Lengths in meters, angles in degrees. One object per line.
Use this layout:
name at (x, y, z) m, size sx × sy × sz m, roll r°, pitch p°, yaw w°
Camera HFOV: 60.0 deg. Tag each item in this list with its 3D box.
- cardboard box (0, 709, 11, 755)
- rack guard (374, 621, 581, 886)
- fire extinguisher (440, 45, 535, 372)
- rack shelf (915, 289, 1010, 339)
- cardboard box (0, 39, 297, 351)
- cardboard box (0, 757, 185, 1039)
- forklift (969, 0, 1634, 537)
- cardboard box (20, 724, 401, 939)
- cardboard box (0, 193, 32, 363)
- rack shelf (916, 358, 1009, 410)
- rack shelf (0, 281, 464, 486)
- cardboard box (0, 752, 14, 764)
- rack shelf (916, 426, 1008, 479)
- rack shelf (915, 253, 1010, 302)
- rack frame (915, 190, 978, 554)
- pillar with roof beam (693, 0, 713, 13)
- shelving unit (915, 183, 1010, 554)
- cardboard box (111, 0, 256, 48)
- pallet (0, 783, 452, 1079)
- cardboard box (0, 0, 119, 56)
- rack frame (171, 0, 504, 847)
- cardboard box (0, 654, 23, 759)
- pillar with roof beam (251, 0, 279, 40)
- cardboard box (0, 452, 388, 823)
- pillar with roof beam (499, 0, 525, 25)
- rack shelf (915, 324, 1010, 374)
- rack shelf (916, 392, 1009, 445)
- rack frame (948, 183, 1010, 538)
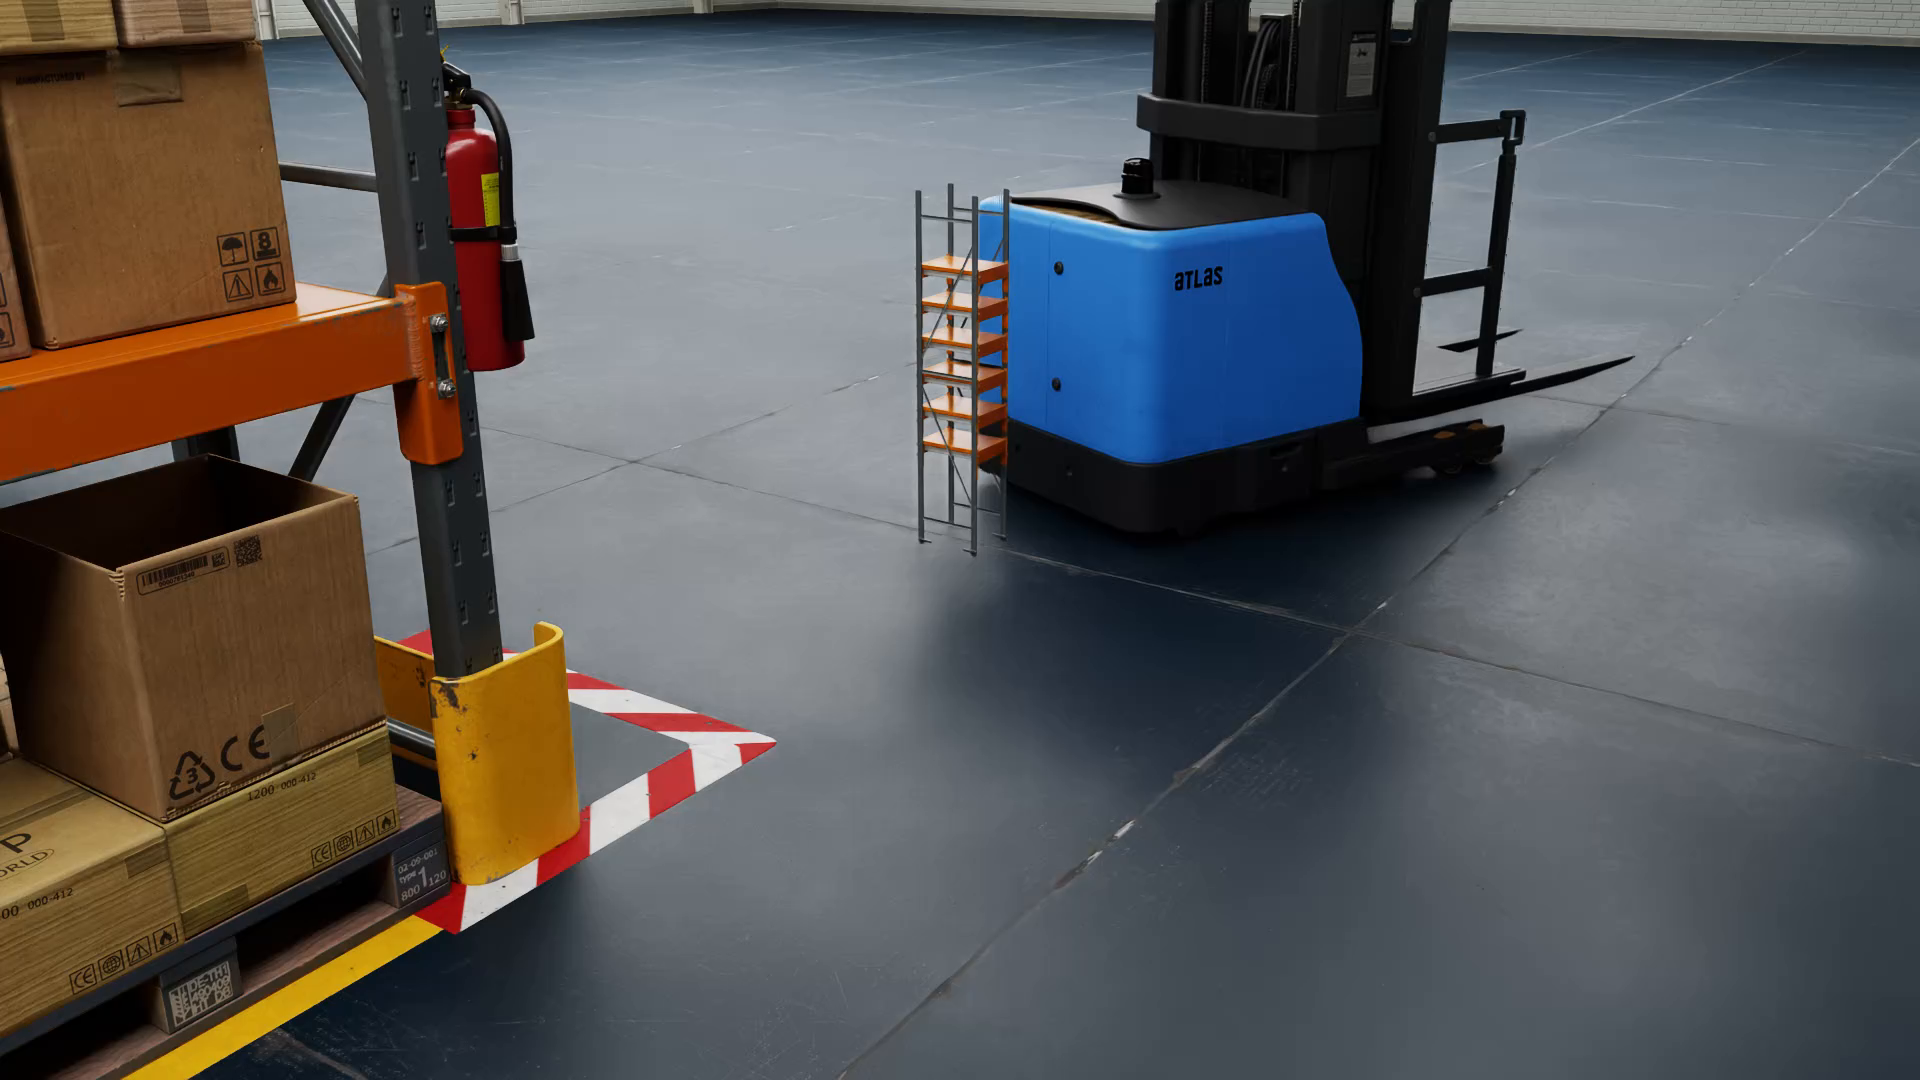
cardboard box at (-2.228, 0.208, 3.155) m, size 0.500 × 0.500 × 0.500 m, roll 13°, pitch 24°, yaw 32°
rack guard at (-1.450, 0.379, 4.021) m, size 1.175 × 0.500 × 0.348 m, roll 13°, pitch 24°, yaw 32°
fire extinguisher at (-1.013, -0.694, 3.429) m, size 0.296 × 0.674 × 0.183 m, roll 13°, pitch 24°, yaw 32°
rack shelf at (0.008, -0.750, 5.500) m, size 0.258 × 0.103 × 0.180 m, roll 13°, pitch 24°, yaw 32°
cardboard box at (-1.737, -0.702, 3.196) m, size 0.700 × 0.500 × 0.500 m, roll 13°, pitch 24°, yaw 32°
cardboard box at (-1.792, 0.663, 3.007) m, size 0.500 × 0.250 × 0.500 m, roll 13°, pitch 24°, yaw 32°
forklift at (1.534, -1.767, 6.316) m, size 3.031 × 2.935 × 1.130 m, roll -14°, pitch 24°, yaw -33°
cardboard box at (-1.521, 0.517, 3.401) m, size 0.500 × 0.250 × 0.500 m, roll 13°, pitch 24°, yaw 32°
cardboard box at (-2.028, -0.551, 2.786) m, size 0.700 × 0.500 × 0.500 m, roll 14°, pitch 24°, yaw 33°
rack shelf at (0.008, -0.525, 5.583) m, size 0.258 × 0.103 × 0.180 m, roll 13°, pitch 24°, yaw 32°
rack shelf at (-2.588, 0.124, 2.142) m, size 1.077 × 0.370 × 4.000 m, roll 13°, pitch 24°, yaw 32°
cardboard box at (-2.227, 0.560, 3.284) m, size 0.500 × 0.250 × 0.500 m, roll 13°, pitch 24°, yaw 32°
rack shelf at (0.008, -0.300, 5.667) m, size 0.258 × 0.103 × 0.180 m, roll 13°, pitch 24°, yaw 32°
rack shelf at (0.008, -0.863, 5.459) m, size 0.258 × 0.103 × 0.180 m, roll 13°, pitch 24°, yaw 32°
rack frame at (-0.043, -0.541, 5.497) m, size 0.240 × 1.200 × 0.006 m, roll 13°, pitch 24°, yaw 32°
pillar with roof beam at (-2.670, -16.177, 36.528) m, size 9.100 × 9.000 × 0.400 m, roll 13°, pitch 24°, yaw 32°
shelving unit at (0.008, -0.567, 5.568) m, size 0.258 × 1.200 × 0.189 m, roll 13°, pitch 24°, yaw 32°
cardboard box at (-1.521, -0.991, 3.042) m, size 0.380 × 0.149 × 0.250 m, roll 13°, pitch 24°, yaw 31°
pallet at (-1.859, 0.748, 3.437) m, size 1.003 × 0.211 × 1.213 m, roll 13°, pitch 24°, yaw 32°
cardboard box at (-1.667, -0.916, 2.838) m, size 0.380 × 0.149 × 0.250 m, roll 14°, pitch 24°, yaw 33°
rack frame at (-1.464, -0.787, 3.569) m, size 1.000 × 3.000 × 0.127 m, roll 13°, pitch 24°, yaw 32°
cardboard box at (-1.949, 0.416, 3.674) m, size 0.500 × 0.250 × 0.500 m, roll 13°, pitch 24°, yaw 32°
pillar with roof beam at (-9.415, -12.734, 27.220) m, size 9.100 × 9.000 × 0.400 m, roll 13°, pitch 24°, yaw 32°
cardboard box at (-1.519, 0.166, 3.270) m, size 0.500 × 0.500 × 0.500 m, roll 13°, pitch 24°, yaw 32°
pillar with roof beam at (-6.043, -14.456, 31.874) m, size 9.100 × 9.000 × 0.400 m, roll 13°, pitch 24°, yaw 32°
rack shelf at (0.008, -0.638, 5.542) m, size 0.258 × 0.103 × 0.180 m, roll 13°, pitch 24°, yaw 32°
rack shelf at (0.008, -0.413, 5.625) m, size 0.258 × 0.103 × 0.180 m, roll 13°, pitch 24°, yaw 32°
rack frame at (0.060, -0.593, 5.639) m, size 0.240 × 1.200 × 0.006 m, roll 13°, pitch 24°, yaw 32°
